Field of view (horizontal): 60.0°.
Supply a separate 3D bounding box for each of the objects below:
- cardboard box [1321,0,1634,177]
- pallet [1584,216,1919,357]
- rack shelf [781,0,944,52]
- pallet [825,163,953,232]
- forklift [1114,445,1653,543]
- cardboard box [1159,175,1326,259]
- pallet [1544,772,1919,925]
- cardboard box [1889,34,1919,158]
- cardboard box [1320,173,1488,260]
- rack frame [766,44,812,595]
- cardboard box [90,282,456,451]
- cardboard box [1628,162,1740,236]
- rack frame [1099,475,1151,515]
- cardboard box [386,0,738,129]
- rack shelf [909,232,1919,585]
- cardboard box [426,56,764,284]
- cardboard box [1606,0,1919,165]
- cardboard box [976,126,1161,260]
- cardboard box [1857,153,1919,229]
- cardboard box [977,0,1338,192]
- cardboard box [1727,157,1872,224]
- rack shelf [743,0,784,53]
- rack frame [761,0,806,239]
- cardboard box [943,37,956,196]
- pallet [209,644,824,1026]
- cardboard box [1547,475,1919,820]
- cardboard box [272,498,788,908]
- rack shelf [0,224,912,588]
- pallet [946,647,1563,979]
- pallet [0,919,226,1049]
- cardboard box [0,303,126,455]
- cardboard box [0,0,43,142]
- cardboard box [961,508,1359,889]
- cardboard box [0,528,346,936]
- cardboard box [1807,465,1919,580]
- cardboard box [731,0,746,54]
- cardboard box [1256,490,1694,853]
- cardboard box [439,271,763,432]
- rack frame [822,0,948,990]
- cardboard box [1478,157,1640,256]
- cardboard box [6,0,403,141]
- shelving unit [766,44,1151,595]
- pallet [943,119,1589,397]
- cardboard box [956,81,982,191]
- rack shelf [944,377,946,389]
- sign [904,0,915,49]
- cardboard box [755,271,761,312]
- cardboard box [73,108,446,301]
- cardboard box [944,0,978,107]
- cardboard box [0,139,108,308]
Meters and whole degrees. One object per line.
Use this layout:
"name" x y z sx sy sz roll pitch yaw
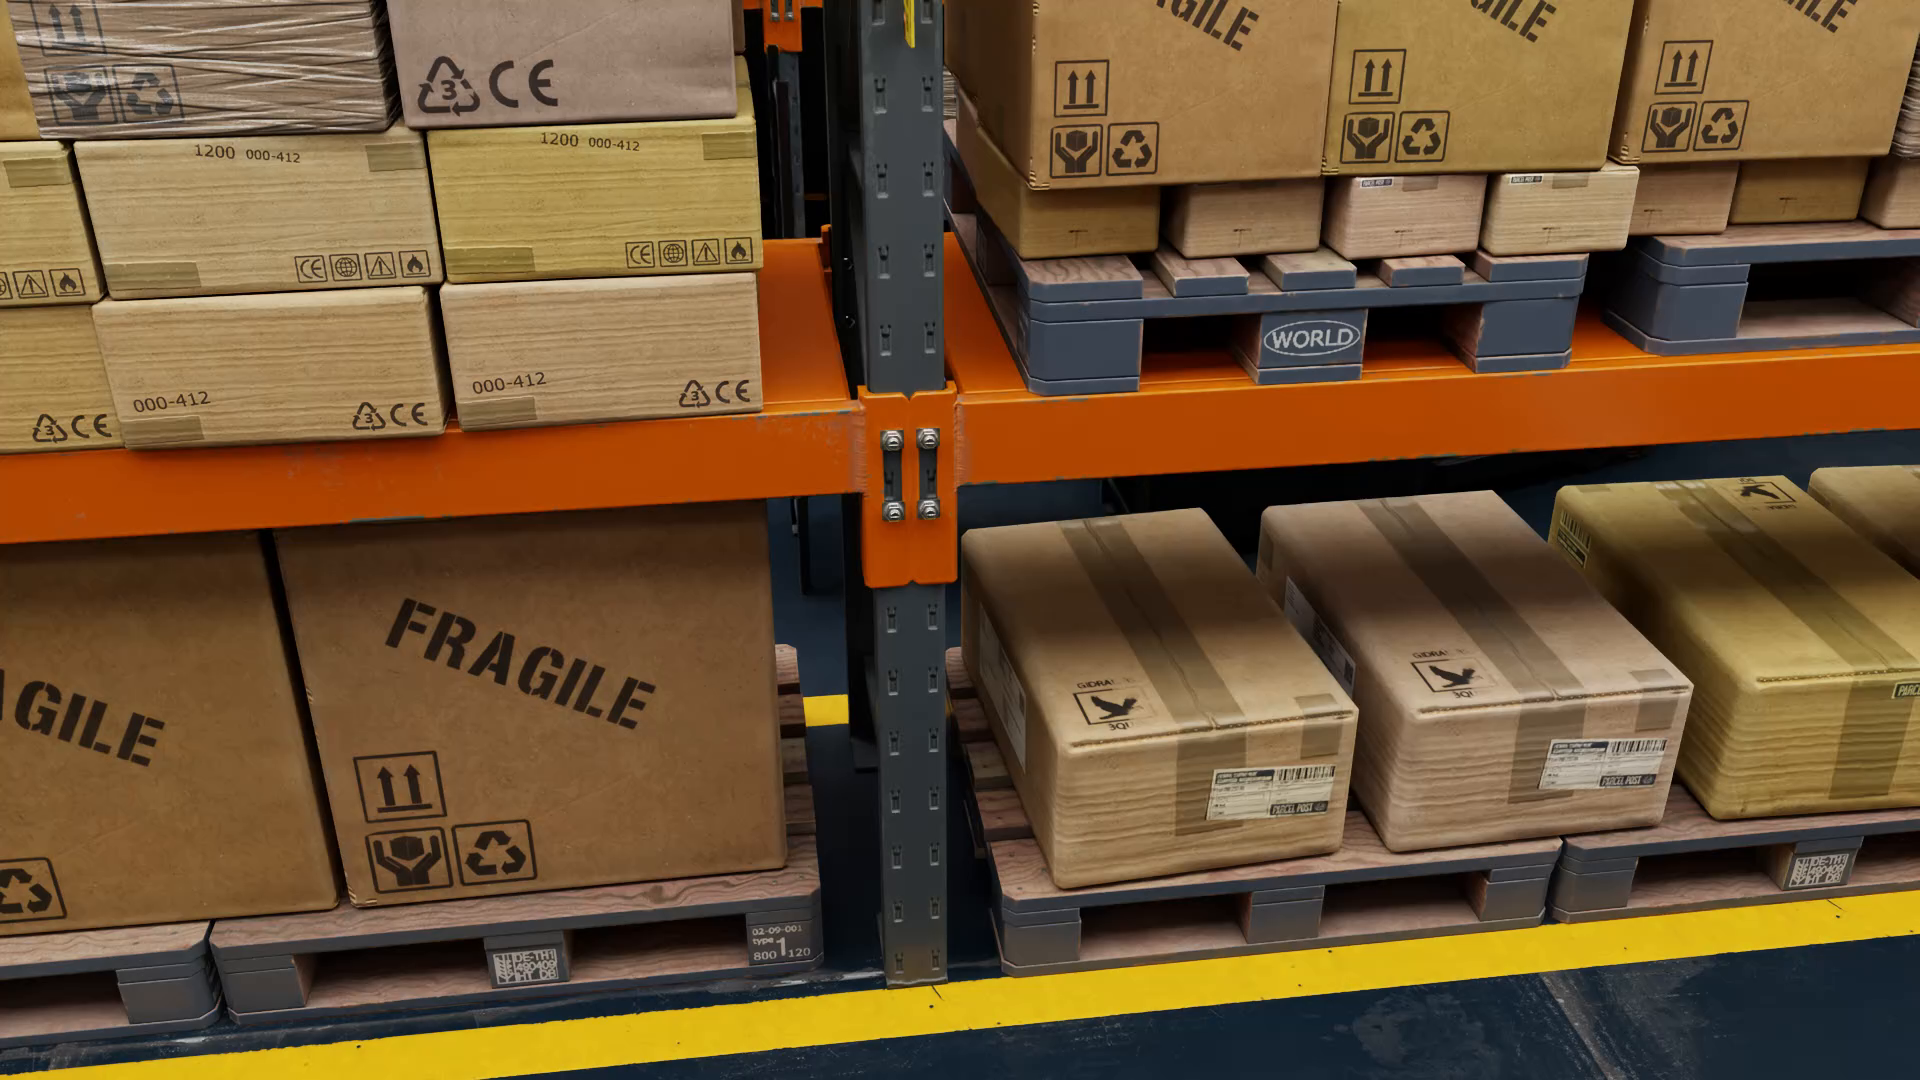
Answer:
"cardboard box" 0.835 -0.958 2.937 0.500 0.500 0.500 -2 27 -4
"pallet" 1.797 -0.693 3.526 1.213 0.211 1.003 -4 27 -7
"rack shelf" 1.128 -2.685 7.985 4.000 0.370 1.077 -4 27 -7
"pallet" -0.032 -1.672 8.277 1.213 0.211 1.003 -4 27 -7
"forklift" 1.863 -1.753 5.455 3.031 2.935 1.130 -13 30 -24
"cardboard box" 0.475 -0.649 3.044 0.250 0.149 0.380 -5 28 -10
"pallet" 1.822 0.481 4.081 1.213 0.211 1.003 -4 27 -7
"cardboard box" 1.857 -1.023 3.063 0.500 0.500 0.500 -5 28 -9
"cardboard box" 0.752 -0.645 3.037 0.250 0.149 0.380 -5 28 -10
"rack frame" -0.492 -0.617 4.810 0.032 1.500 0.500 -4 27 -8
"cardboard box" -1.126 -0.378 2.866 0.500 0.250 0.500 -3 27 -6
"cardboard box" 1.255 -0.704 3.152 0.250 0.149 0.380 -2 27 -4
"rack frame" 0.513 -0.687 4.947 0.032 1.500 0.500 -4 27 -8
"cardboard box" -0.633 -0.972 2.655 0.500 0.500 0.500 -4 27 -9
"rack shelf" 1.823 -0.441 3.613 4.000 0.370 1.077 -4 27 -7
"cardboard box" -0.602 -0.644 2.837 0.500 0.250 0.500 -4 27 -7
"cardboard box" 1.360 -0.995 3.008 0.500 0.500 0.500 -3 27 -6
"cardboard box" 0.190 -0.646 3.038 0.250 0.149 0.380 -5 28 -10
"cardboard box" 1.797 -0.727 3.196 0.250 0.149 0.380 -3 27 -5
"cardboard box" 0.320 -0.922 2.866 0.500 0.500 0.500 -4 27 -9
"cardboard box" 1.529 -0.740 3.221 0.250 0.149 0.380 -3 27 -5
"rack shelf" -2.833 -2.431 7.489 4.000 0.370 1.077 -4 27 -7
"rack frame" -0.853 -2.878 7.573 0.127 3.000 1.000 -4 27 -7
"cardboard box" -0.233 -2.042 8.085 0.625 0.625 0.875 -3 27 -5
"pallet" -0.949 0.622 3.806 1.213 0.211 1.003 -4 27 -7
"cardboard box" 1.885 0.220 3.953 0.625 0.372 0.950 -3 27 -5
"cardboard box" -0.853 0.131 3.577 0.875 0.875 0.875 -4 27 -8
"rack shelf" -2.138 -0.187 3.117 4.000 0.370 1.077 -4 27 -7
"pallet" 0.616 0.557 3.933 1.213 0.211 1.003 -4 27 -7
"pallet" -2.154 0.699 3.657 1.213 0.211 1.003 -4 27 -7
"cardboard box" -1.627 -0.354 2.818 0.500 0.250 0.500 -4 27 -8
"cardboard box" -1.633 -0.908 2.528 0.500 0.500 0.500 -4 27 -7
"cardboard box" 0.403 0.317 3.766 0.625 0.372 0.950 -5 28 -11
"cardboard box" -1.737 0.185 3.470 0.875 0.875 0.875 -3 27 -6
"cardboard box" 2.573 0.175 4.041 0.625 0.372 0.950 -2 27 -4
"cardboard box" -0.680 -1.203 3.104 0.500 0.500 0.500 -5 28 -9
"cardboard box" 1.133 0.266 3.864 0.625 0.372 0.950 -4 27 -8
"cardboard box" -0.622 -0.418 2.943 0.500 0.250 0.500 -5 28 -9
"rack frame" -0.158 -0.634 3.200 0.127 3.000 1.000 -4 27 -7
"cardboard box" 1.027 -0.653 3.053 0.250 0.149 0.380 -4 27 -7
"cardboard box" -1.140 -0.936 2.584 0.500 0.500 0.500 -3 27 -6
"shelving unit" 0.010 -0.652 4.878 1.048 1.500 0.538 -4 27 -8
"pallet" 0.533 -0.642 3.426 1.003 0.211 1.213 -4 27 -7
"cardboard box" 0.134 -0.837 3.410 0.250 0.149 0.380 -3 27 -5
"rack shelf" 0.010 -0.492 4.960 1.000 0.185 0.538 -4 27 -8
"sign" -0.077 -0.899 2.447 0.005 0.325 0.100 -4 27 -7
"cardboard box" -0.677 -0.650 3.396 0.500 0.250 0.500 -4 27 -8
"cardboard box" -1.109 -0.610 2.770 0.500 0.250 0.500 -4 27 -8
"cardboard box" 0.254 -1.153 3.315 0.500 0.500 0.500 -4 27 -9
"cardboard box" -1.613 -0.568 2.688 0.500 0.250 0.500 -4 27 -8
